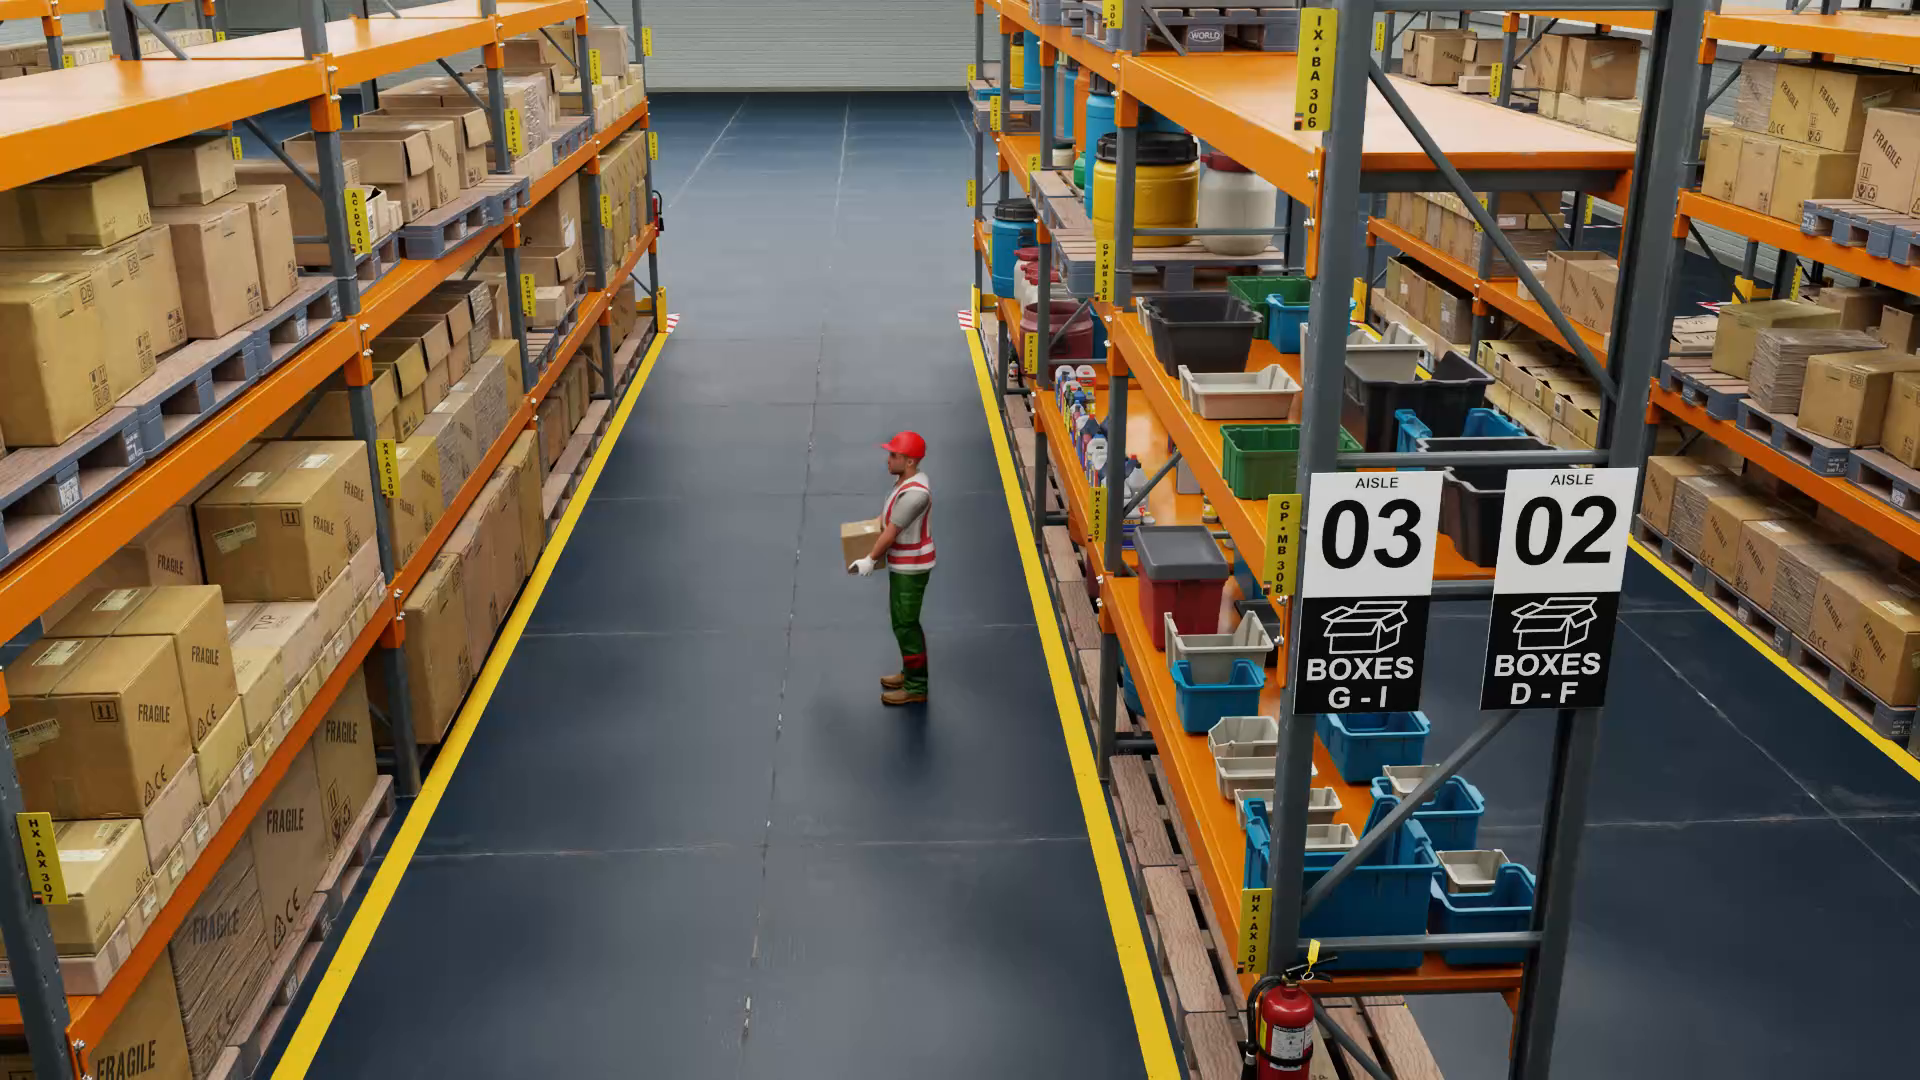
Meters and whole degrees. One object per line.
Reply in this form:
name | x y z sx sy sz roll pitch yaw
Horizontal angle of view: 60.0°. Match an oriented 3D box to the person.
person | -0.432 0.169 10.580 0.554 1.787 0.495 -1 20 -4
